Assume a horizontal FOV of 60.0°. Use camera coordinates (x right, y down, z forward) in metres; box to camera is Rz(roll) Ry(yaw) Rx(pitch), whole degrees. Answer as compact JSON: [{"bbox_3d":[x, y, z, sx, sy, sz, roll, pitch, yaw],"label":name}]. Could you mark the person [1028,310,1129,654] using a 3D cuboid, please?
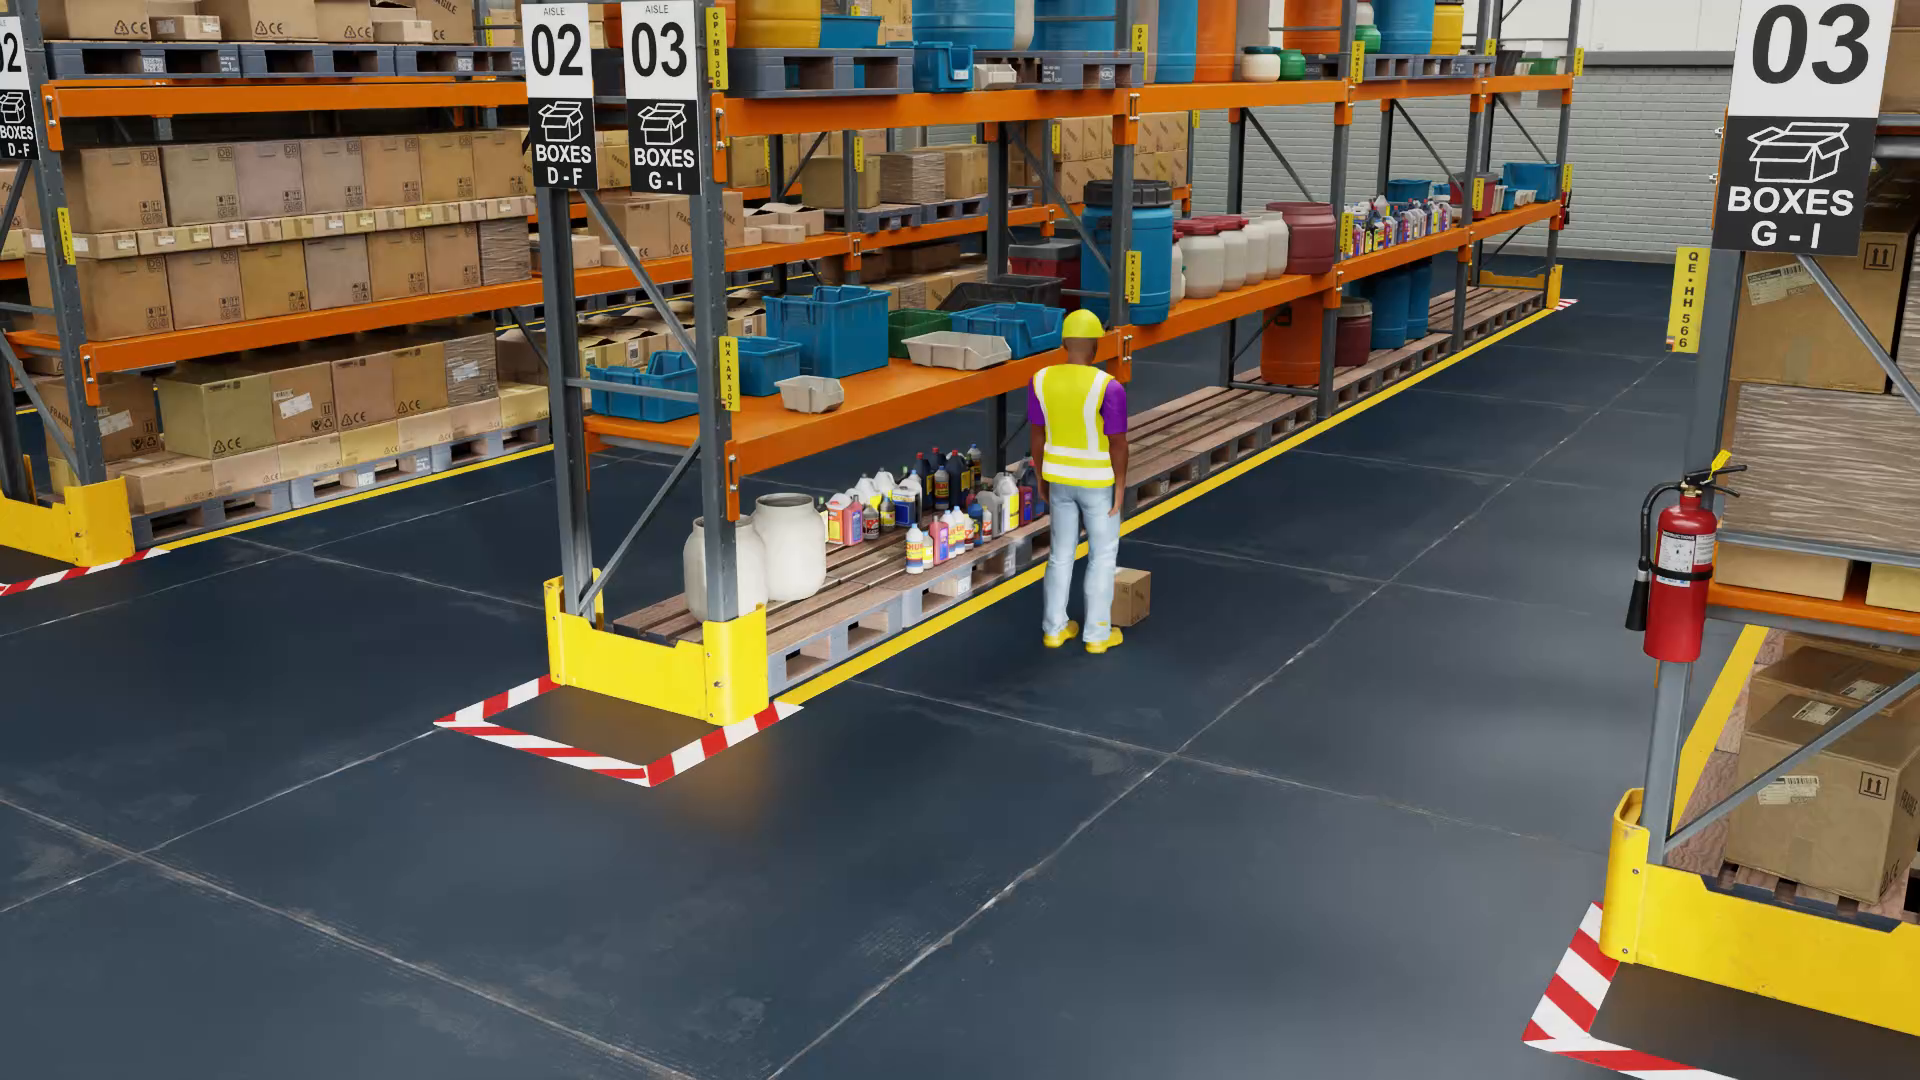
[{"bbox_3d":[0.619,-0.307,8.560,0.565,1.762,0.366,10,19,31],"label":"person"}]
